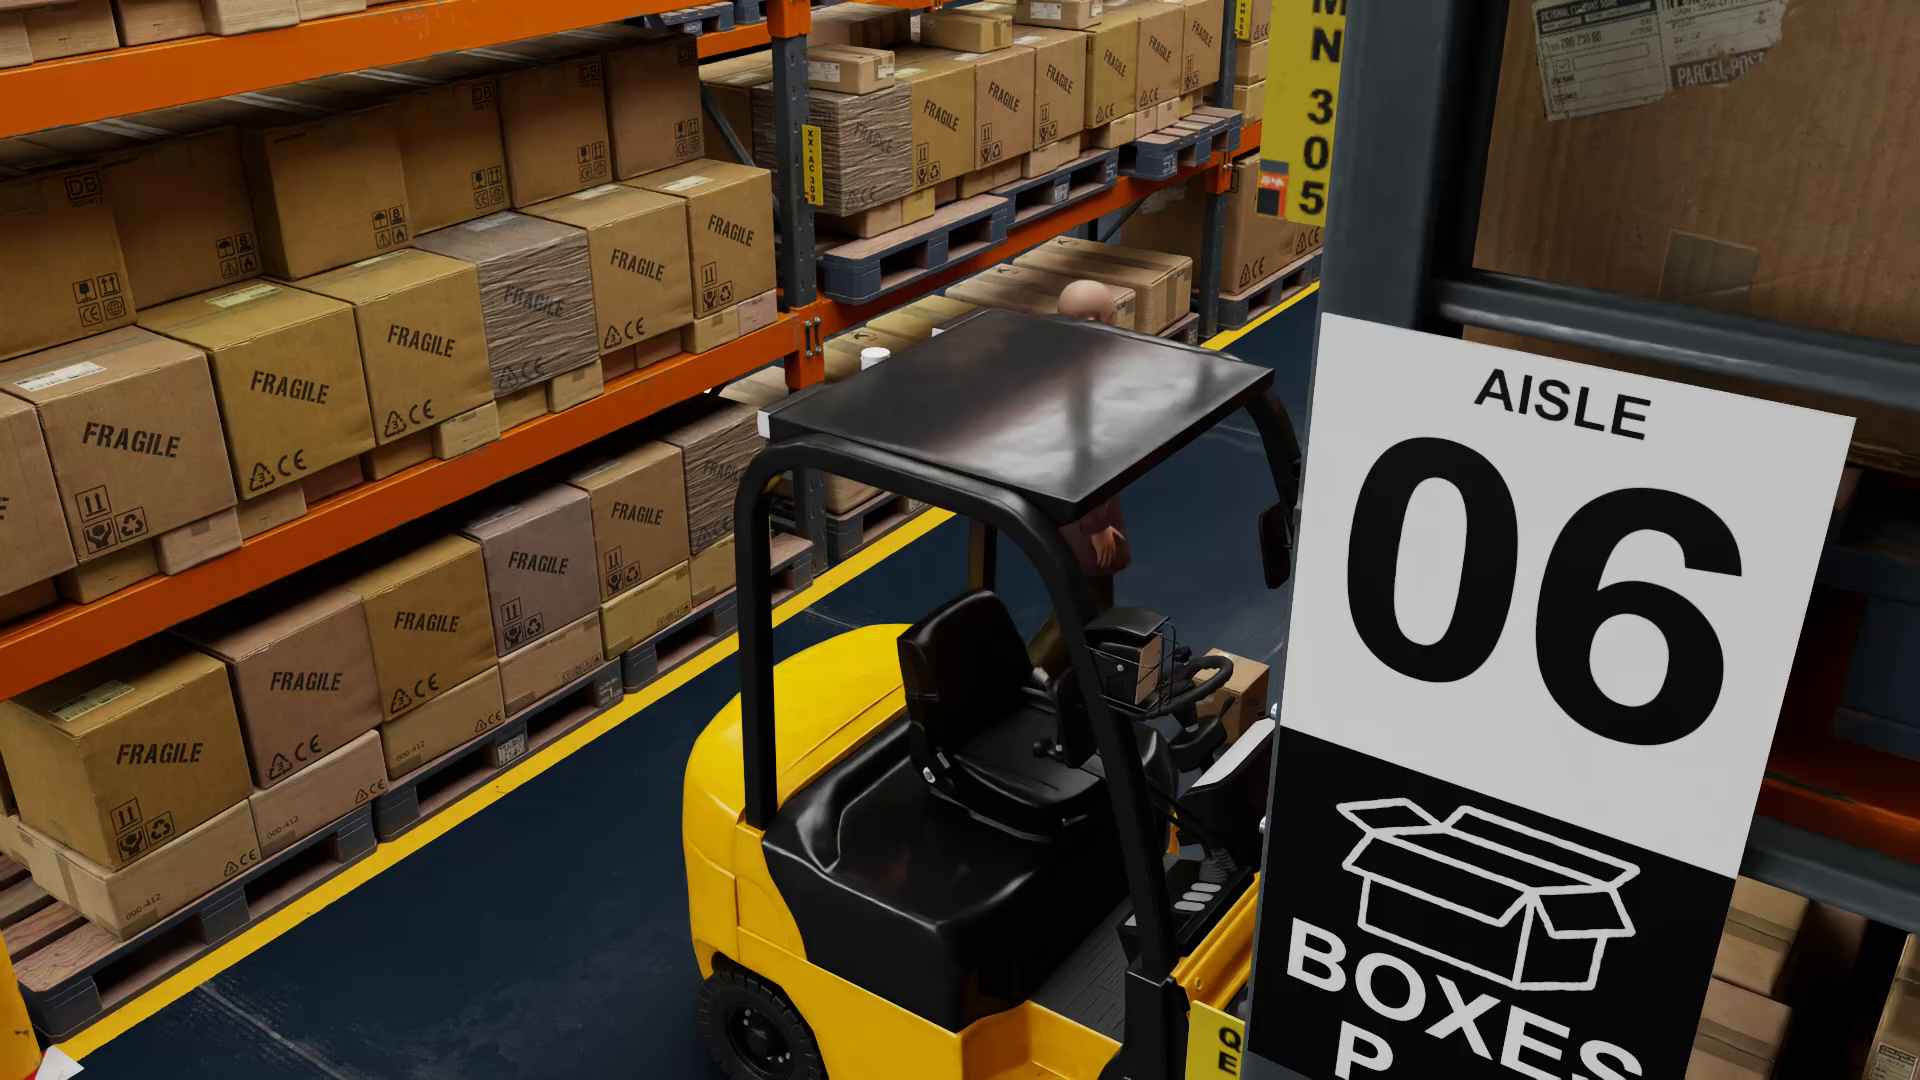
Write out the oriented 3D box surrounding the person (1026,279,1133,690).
[{"bbox_3d":[0.442,-0.155,6.433,0.705,1.777,0.642,-7,27,-14],"label":"person"}]
